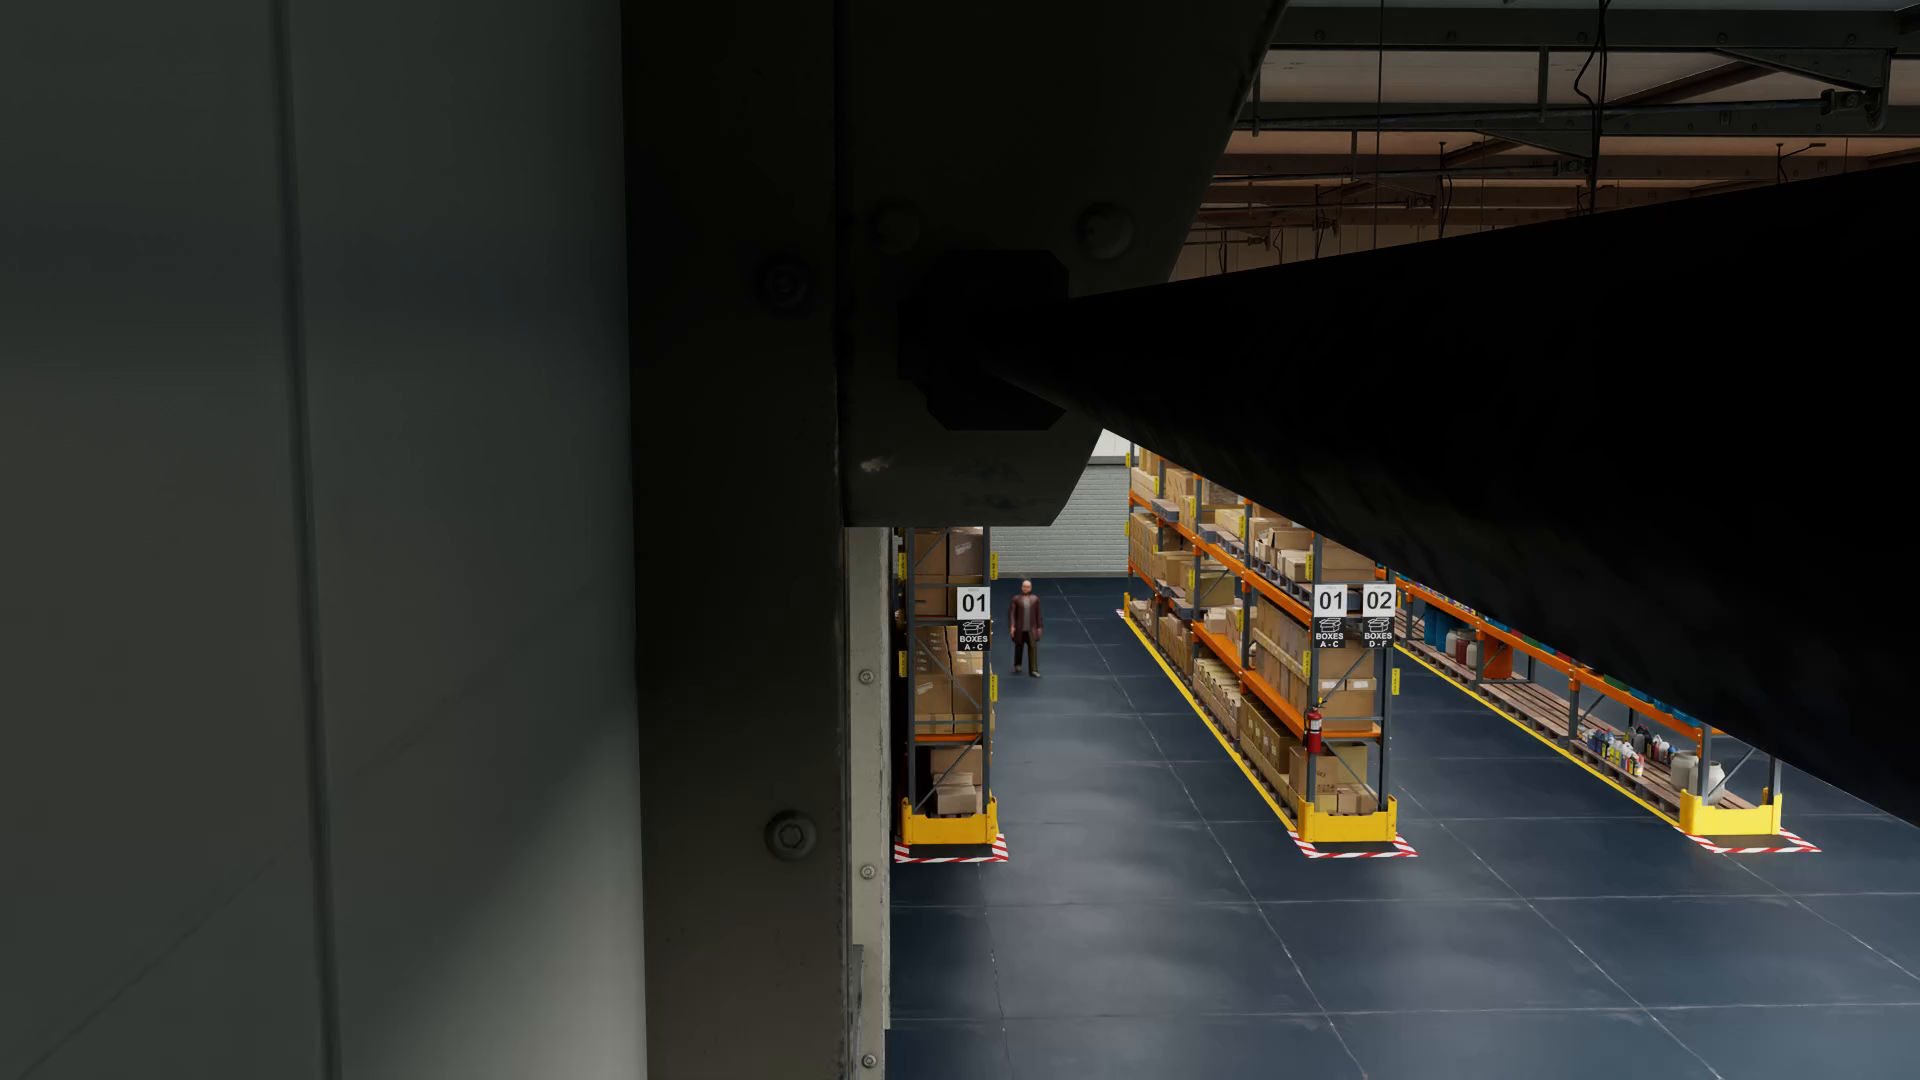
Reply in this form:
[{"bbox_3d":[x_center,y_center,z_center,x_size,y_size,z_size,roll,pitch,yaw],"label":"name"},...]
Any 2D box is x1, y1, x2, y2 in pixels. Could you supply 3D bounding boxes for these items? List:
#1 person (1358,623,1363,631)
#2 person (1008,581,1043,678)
[{"bbox_3d":[7.996,1.165,33.851,0.560,1.676,0.998,3,8,22],"label":"person"},{"bbox_3d":[1.206,1.607,30.117,0.674,1.720,1.087,-1,7,-8],"label":"person"}]
